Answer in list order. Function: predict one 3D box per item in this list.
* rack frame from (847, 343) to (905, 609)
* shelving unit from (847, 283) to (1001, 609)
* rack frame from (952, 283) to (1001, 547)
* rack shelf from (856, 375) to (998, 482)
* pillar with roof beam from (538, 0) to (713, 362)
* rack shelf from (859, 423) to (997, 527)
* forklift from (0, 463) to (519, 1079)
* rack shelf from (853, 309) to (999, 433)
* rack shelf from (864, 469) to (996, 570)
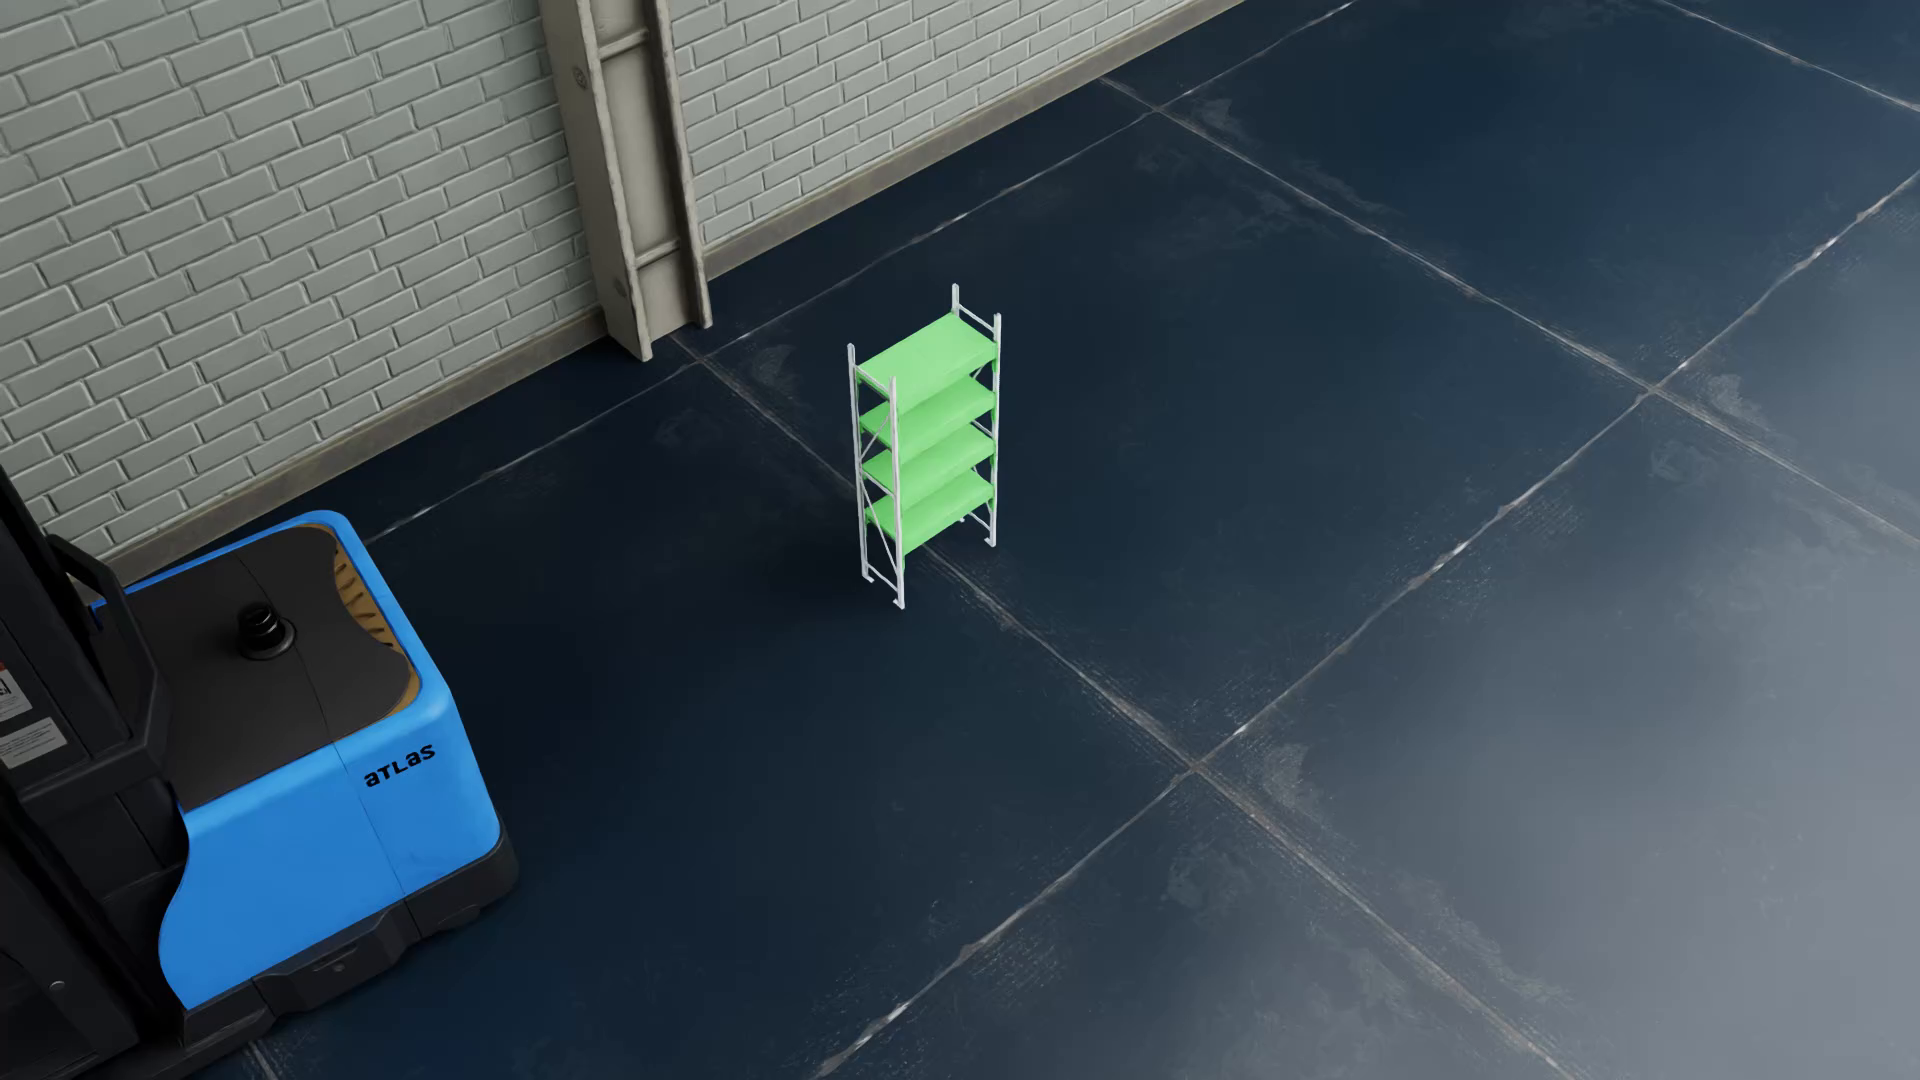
[{"bbox_3d":[-0.303,-0.204,6.122,0.015,1.200,0.240,-34,56,-27],"label":"rack frame"},{"bbox_3d":[-0.122,-0.325,6.233,0.503,1.200,0.258,-34,56,-27],"label":"shelving unit"},{"bbox_3d":[0.058,-0.446,6.345,0.015,1.200,0.240,-34,56,-27],"label":"rack frame"},{"bbox_3d":[-0.122,-0.444,6.104,0.480,0.148,0.258,-34,56,-27],"label":"rack shelf"},{"bbox_3d":[1.512,-1.691,2.188,0.400,9.000,9.100,-34,56,-27],"label":"pillar with roof beam"},{"bbox_3d":[-0.122,-0.282,6.280,0.480,0.148,0.258,-34,56,-27],"label":"rack shelf"},{"bbox_3d":[-2.993,0.516,4.279,3.031,2.935,1.130,-27,53,-23],"label":"forklift"},{"bbox_3d":[-0.122,-0.607,5.928,0.480,0.148,0.258,-34,56,-27],"label":"rack shelf"},{"bbox_3d":[-0.122,-0.119,6.457,0.480,0.148,0.258,-34,56,-27],"label":"rack shelf"}]
